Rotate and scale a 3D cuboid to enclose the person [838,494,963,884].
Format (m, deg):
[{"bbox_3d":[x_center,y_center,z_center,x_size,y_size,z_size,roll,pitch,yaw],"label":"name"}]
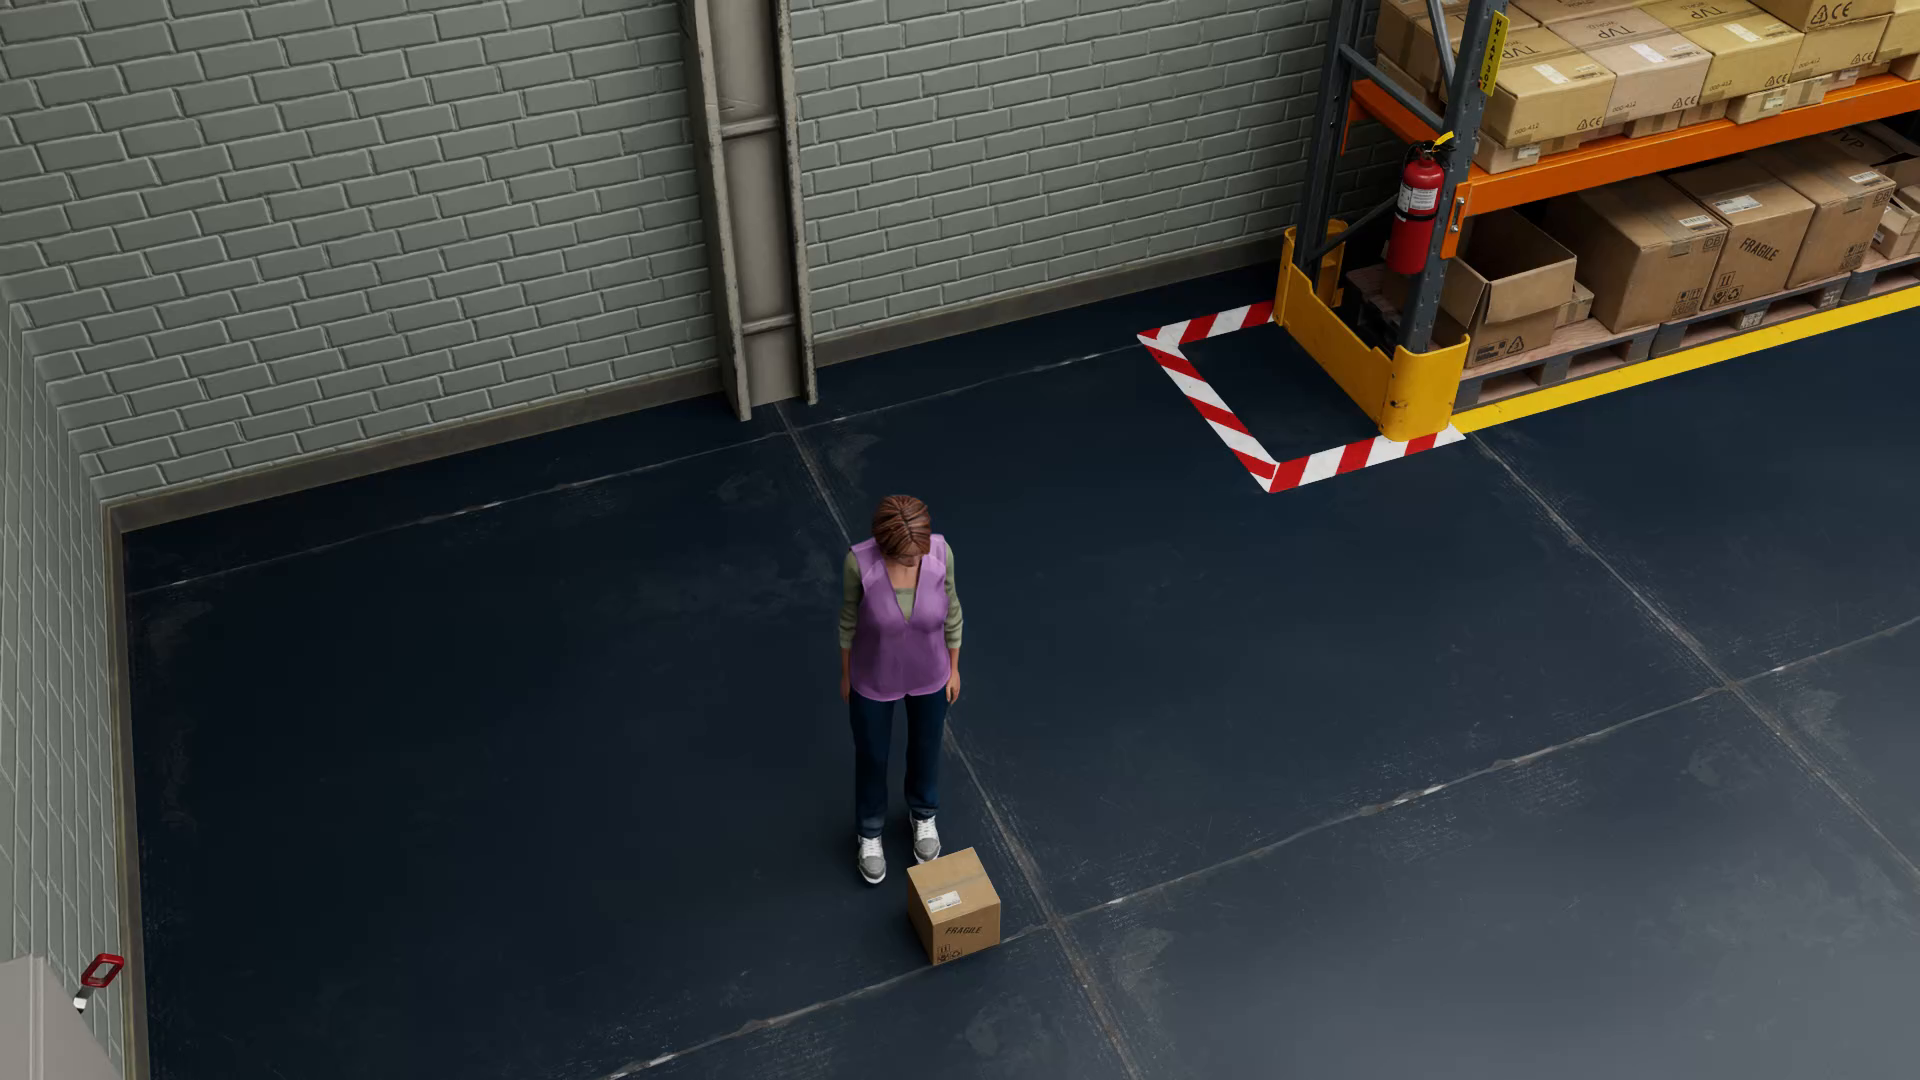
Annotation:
[{"bbox_3d":[-0.185,0.498,5.607,0.433,1.593,0.394,-10,43,-11],"label":"person"}]
